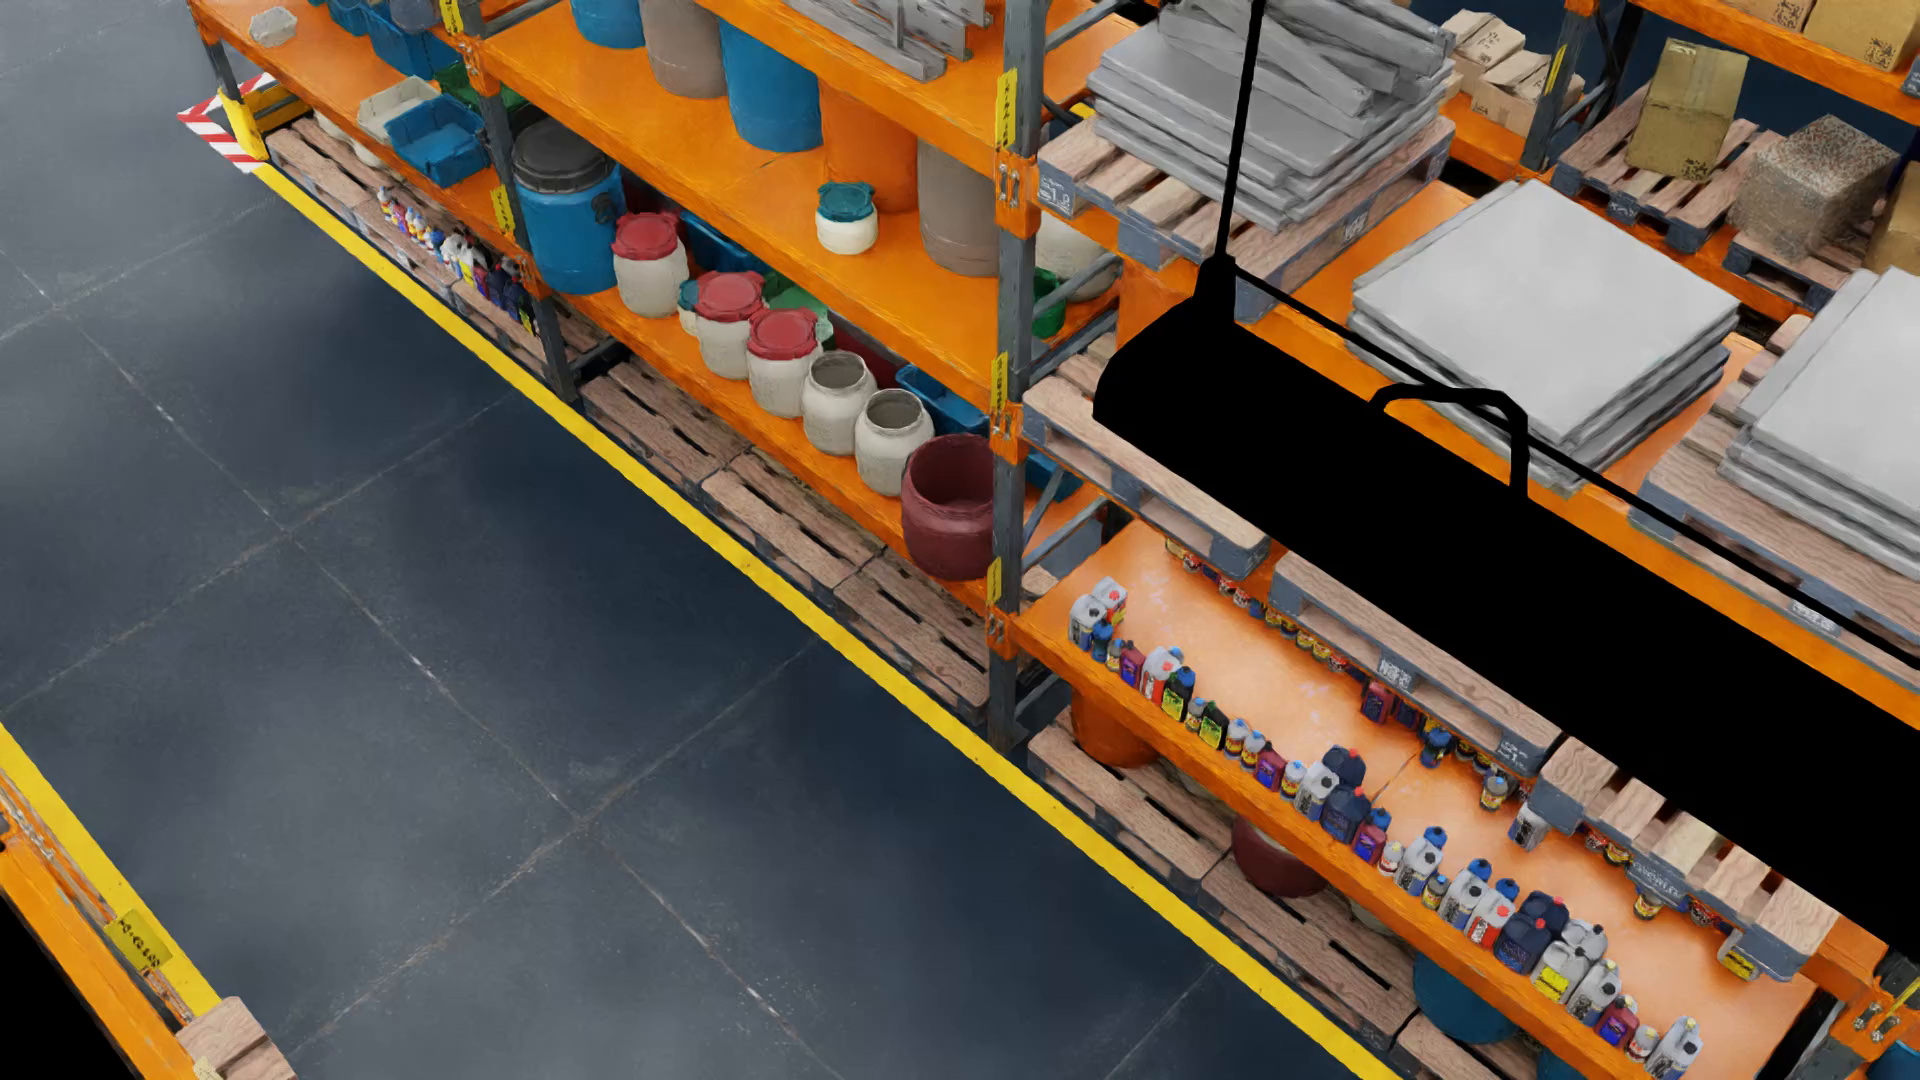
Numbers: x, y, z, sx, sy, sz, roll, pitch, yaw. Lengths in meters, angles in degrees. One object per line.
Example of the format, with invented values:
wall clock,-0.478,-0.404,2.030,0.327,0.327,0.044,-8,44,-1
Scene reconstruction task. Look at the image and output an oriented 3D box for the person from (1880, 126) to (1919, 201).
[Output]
person,7.083,-2.993,11.810,0.573,1.646,0.448,15,52,13
